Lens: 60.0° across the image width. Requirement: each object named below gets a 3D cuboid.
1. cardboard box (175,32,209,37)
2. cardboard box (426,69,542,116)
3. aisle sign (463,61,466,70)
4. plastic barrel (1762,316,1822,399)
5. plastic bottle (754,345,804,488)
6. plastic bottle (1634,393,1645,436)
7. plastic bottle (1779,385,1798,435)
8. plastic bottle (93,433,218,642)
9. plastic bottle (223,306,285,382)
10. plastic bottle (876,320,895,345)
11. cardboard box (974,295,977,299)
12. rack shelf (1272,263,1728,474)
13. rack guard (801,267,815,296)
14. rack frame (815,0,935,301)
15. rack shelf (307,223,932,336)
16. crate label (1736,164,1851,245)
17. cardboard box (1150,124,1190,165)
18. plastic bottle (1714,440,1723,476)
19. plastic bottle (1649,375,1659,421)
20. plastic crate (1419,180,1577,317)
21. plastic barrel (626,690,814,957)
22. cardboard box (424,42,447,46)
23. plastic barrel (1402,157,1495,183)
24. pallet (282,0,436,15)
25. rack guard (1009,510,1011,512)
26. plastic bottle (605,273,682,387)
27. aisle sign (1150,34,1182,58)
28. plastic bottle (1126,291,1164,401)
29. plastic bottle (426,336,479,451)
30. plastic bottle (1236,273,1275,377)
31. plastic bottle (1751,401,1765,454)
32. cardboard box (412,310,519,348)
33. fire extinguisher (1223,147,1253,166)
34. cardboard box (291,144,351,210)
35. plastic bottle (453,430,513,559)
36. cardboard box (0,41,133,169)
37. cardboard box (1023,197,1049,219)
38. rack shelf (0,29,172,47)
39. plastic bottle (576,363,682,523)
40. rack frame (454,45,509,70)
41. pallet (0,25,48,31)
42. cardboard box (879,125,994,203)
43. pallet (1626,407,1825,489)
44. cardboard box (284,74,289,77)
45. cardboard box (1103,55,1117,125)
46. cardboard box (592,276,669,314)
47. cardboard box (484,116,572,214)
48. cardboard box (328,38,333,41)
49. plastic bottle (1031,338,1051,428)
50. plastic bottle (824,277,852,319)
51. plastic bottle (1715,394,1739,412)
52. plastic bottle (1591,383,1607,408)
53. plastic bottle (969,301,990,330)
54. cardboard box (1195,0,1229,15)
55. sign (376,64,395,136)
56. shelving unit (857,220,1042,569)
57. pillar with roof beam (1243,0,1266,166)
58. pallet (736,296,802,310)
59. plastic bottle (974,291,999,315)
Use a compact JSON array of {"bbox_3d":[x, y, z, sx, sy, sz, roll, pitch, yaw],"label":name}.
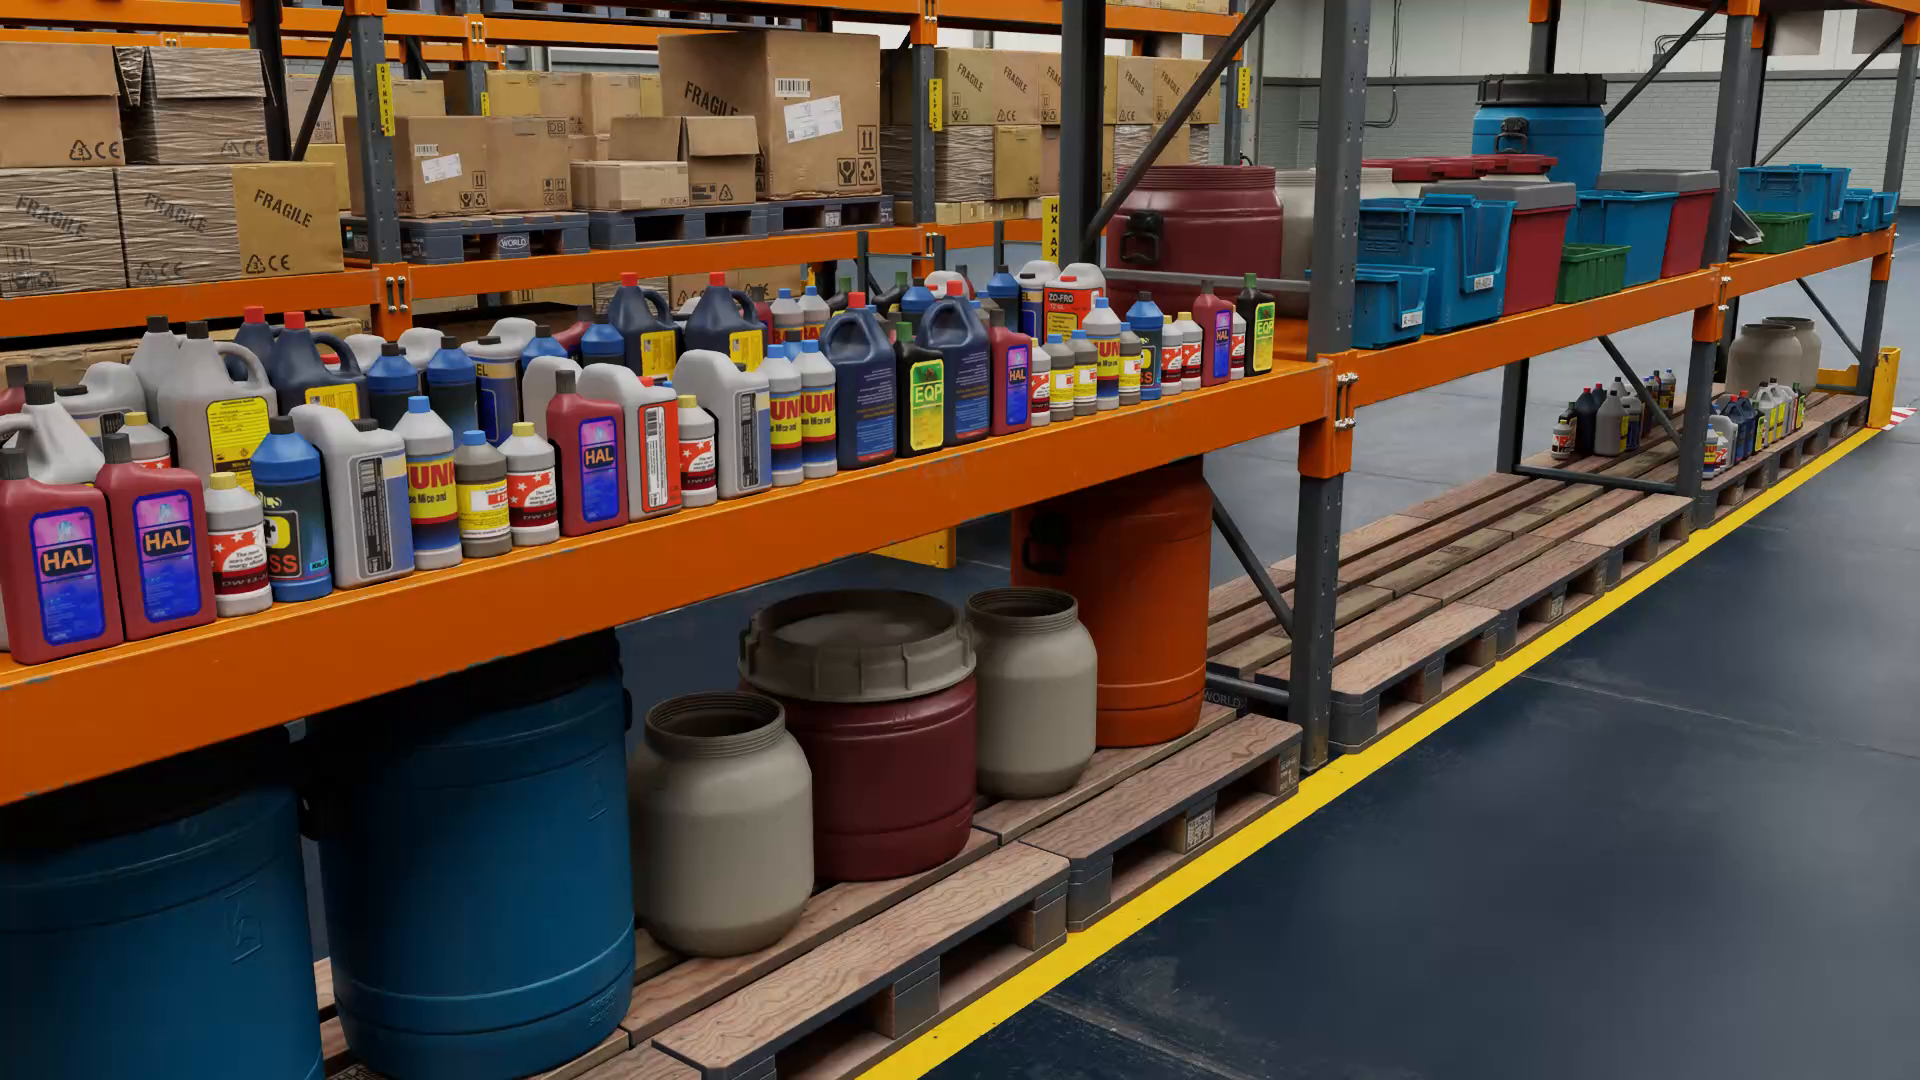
[{"bbox_3d":[-7.909,-5.225,17.016,0.380,0.149,0.250,11,18,37],"label":"cardboard box"},{"bbox_3d":[-4.128,-3.785,14.434,0.875,0.550,0.550,11,18,38],"label":"cardboard box"},{"bbox_3d":[-5.988,-5.957,20.198,0.394,0.787,0.004,11,18,38],"label":"aisle sign"},{"bbox_3d":[5.420,-1.197,10.941,0.421,0.512,0.421,0,14,0],"label":"plastic barrel"},{"bbox_3d":[-0.358,-0.246,3.259,0.097,0.271,0.097,0,14,0],"label":"plastic bottle"},{"bbox_3d":[3.861,-0.723,9.500,0.061,0.283,0.133,11,18,38],"label":"plastic bottle"},{"bbox_3d":[4.782,-0.766,9.685,0.152,0.276,0.135,11,18,38],"label":"plastic bottle"},{"bbox_3d":[-1.121,-0.012,2.314,0.061,0.283,0.133,11,18,38],"label":"plastic bottle"},{"bbox_3d":[-1.328,-0.277,3.220,0.144,0.351,0.185,11,18,38],"label":"plastic bottle"},{"bbox_3d":[-0.142,-0.334,3.583,0.061,0.283,0.133,11,18,38],"label":"plastic bottle"},{"bbox_3d":[0.045,-1.510,12.200,0.500,0.500,0.500,-9,17,-32],"label":"cardboard box"},{"bbox_3d":[2.004,-0.839,6.794,1.077,0.370,4.000,11,18,38],"label":"rack shelf"},{"bbox_3d":[-1.857,-2.683,17.670,1.175,0.500,0.348,11,18,38],"label":"rack guard"},{"bbox_3d":[-0.592,-2.337,11.231,1.000,3.000,0.127,11,18,38],"label":"rack frame"},{"bbox_3d":[-1.849,-1.605,9.812,1.077,0.370,4.000,11,18,38],"label":"rack shelf"},{"bbox_3d":[4.828,-1.960,9.672,0.502,0.435,0.616,11,18,38],"label":"crate label"},{"bbox_3d":[1.334,-3.080,13.349,0.875,0.500,0.500,11,18,38],"label":"cardboard box"},{"bbox_3d":[3.866,-0.440,8.554,0.097,0.201,0.097,0,14,0],"label":"plastic bottle"},{"bbox_3d":[4.177,-0.863,10.075,0.097,0.271,0.097,0,14,0],"label":"plastic bottle"},{"bbox_3d":[2.000,-1.098,6.222,0.402,0.464,0.583,11,18,38],"label":"plastic crate"},{"bbox_3d":[-0.543,0.632,3.742,0.421,0.512,0.421,0,14,0],"label":"plastic barrel"},{"bbox_3d":[-6.117,-5.759,19.118,0.380,0.149,0.250,12,19,39],"label":"cardboard box"},{"bbox_3d":[2.028,-1.347,7.056,0.433,0.535,0.433,0,14,0],"label":"plastic barrel"},{"bbox_3d":[-4.924,-4.302,13.261,0.805,0.209,1.217,10,18,35],"label":"pallet"},{"bbox_3d":[0.361,-0.231,8.525,0.587,0.250,0.087,11,18,38],"label":"rack guard"},{"bbox_3d":[-0.752,-0.452,3.911,0.144,0.351,0.185,11,18,38],"label":"plastic bottle"},{"bbox_3d":[1.728,-4.421,14.156,0.394,0.787,0.004,11,18,38],"label":"aisle sign"},{"bbox_3d":[0.470,-0.498,4.253,0.097,0.271,0.097,0,14,0],"label":"plastic bottle"},{"bbox_3d":[-1.031,-0.278,3.388,0.097,0.271,0.097,0,14,0],"label":"plastic bottle"},{"bbox_3d":[0.824,-0.605,4.648,0.061,0.283,0.133,11,18,38],"label":"plastic bottle"},{"bbox_3d":[4.346,-0.619,9.091,0.061,0.283,0.133,12,19,40],"label":"plastic bottle"},{"bbox_3d":[-2.708,-1.069,8.900,0.500,0.250,0.500,12,19,40],"label":"cardboard box"},{"bbox_3d":[2.353,-3.016,14.061,0.296,0.674,0.183,11,18,38],"label":"fire extinguisher"},{"bbox_3d":[-5.141,-2.838,12.998,0.500,0.500,0.500,11,18,38],"label":"cardboard box"},{"bbox_3d":[-0.795,-0.079,2.744,0.097,0.201,0.097,0,14,0],"label":"plastic bottle"},{"bbox_3d":[-3.990,-1.844,7.049,0.797,0.503,0.637,12,18,39],"label":"cardboard box"},{"bbox_3d":[0.419,-2.399,11.984,0.380,0.149,0.250,11,18,38],"label":"cardboard box"},{"bbox_3d":[-9.557,-4.593,15.479,1.077,0.370,4.000,11,18,38],"label":"rack shelf"},{"bbox_3d":[-0.598,-0.185,3.013,0.152,0.276,0.135,11,18,38],"label":"plastic bottle"},{"bbox_3d":[-5.786,-4.637,20.283,1.000,3.000,0.127,11,18,38],"label":"rack frame"},{"bbox_3d":[-9.420,-4.933,15.737,1.213,0.211,1.003,11,18,38],"label":"pallet"},{"bbox_3d":[-0.261,-2.606,11.483,0.875,0.500,0.500,11,18,38],"label":"cardboard box"},{"bbox_3d":[4.482,-0.576,9.962,1.003,0.211,1.213,11,18,38],"label":"pallet"},{"bbox_3d":[-7.517,-4.693,17.667,0.700,0.500,0.500,11,18,38],"label":"cardboard box"},{"bbox_3d":[0.822,-3.350,12.381,0.500,0.500,0.500,11,18,38],"label":"cardboard box"},{"bbox_3d":[-3.373,-2.581,15.652,0.875,0.875,0.875,11,18,38],"label":"cardboard box"},{"bbox_3d":[-2.524,-2.055,9.064,0.500,0.500,0.700,-13,19,-41],"label":"cardboard box"},{"bbox_3d":[-6.942,-5.520,18.179,0.380,0.149,0.250,11,18,38],"label":"cardboard box"},{"bbox_3d":[0.164,-0.371,3.894,0.097,0.201,0.097,0,14,0],"label":"plastic bottle"},{"bbox_3d":[-0.332,-0.564,4.487,0.061,0.283,0.133,11,18,38],"label":"plastic bottle"},{"bbox_3d":[4.345,-0.690,9.385,0.152,0.276,0.135,11,18,38],"label":"plastic bottle"},{"bbox_3d":[3.562,-0.705,9.291,0.144,0.351,0.185,10,17,35],"label":"plastic bottle"},{"bbox_3d":[0.041,-0.571,4.683,0.097,0.201,0.097,0,14,0],"label":"plastic bottle"},{"bbox_3d":[1.817,-4.353,13.377,0.500,0.250,0.500,12,18,39],"label":"cardboard box"},{"bbox_3d":[-2.672,-2.047,7.737,0.100,0.325,0.005,11,18,38],"label":"sign"},{"bbox_3d":[0.048,-0.742,7.996,0.587,1.500,1.083,11,18,38],"label":"shelving unit"},{"bbox_3d":[11.416,-13.397,42.583,9.100,9.000,0.400,11,18,38],"label":"pillar with roof beam"},{"bbox_3d":[-2.314,-2.373,17.037,1.003,0.211,1.213,11,18,38],"label":"pallet"},{"bbox_3d":[0.068,-0.639,4.949,0.097,0.201,0.097,0,14,0],"label":"plastic bottle"}]
